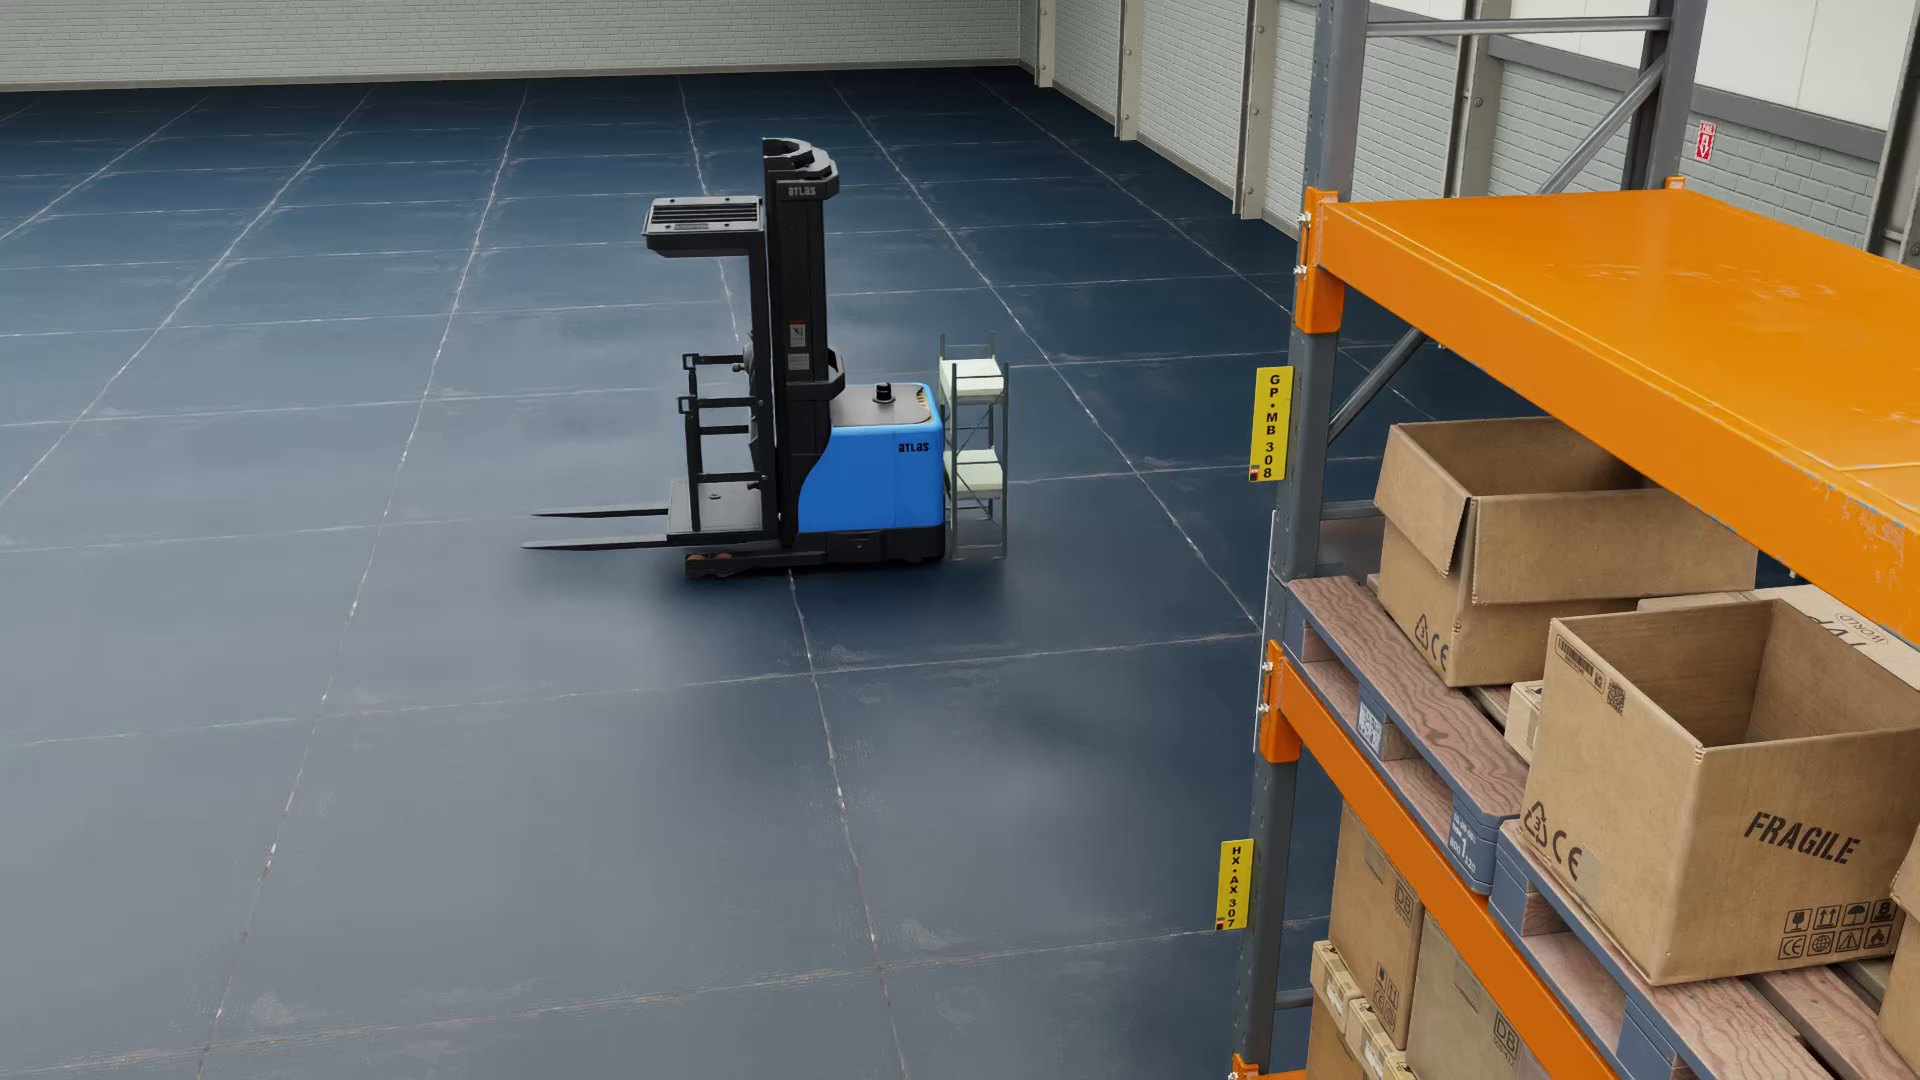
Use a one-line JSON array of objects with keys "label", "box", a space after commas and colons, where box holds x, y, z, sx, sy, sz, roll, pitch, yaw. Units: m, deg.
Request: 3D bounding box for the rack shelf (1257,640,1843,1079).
[{"label": "rack shelf", "box": [1.762, 1.201, 3.147, 1.077, 0.370, 4.000, -4, 24, -10]}]

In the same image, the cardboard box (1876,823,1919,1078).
[{"label": "cardboard box", "box": [1.951, 0.697, 2.574, 0.797, 0.503, 0.637, -2, 24, -4]}]

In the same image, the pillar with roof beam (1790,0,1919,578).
[{"label": "pillar with roof beam", "box": [1.899, -3.489, 9.237, 9.100, 9.000, 0.400, -4, 24, -10]}]

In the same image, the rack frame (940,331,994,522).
[{"label": "rack frame", "box": [0.053, -0.839, 12.538, 0.400, 1.500, 0.023, -3, 24, -6]}]

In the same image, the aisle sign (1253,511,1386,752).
[{"label": "aisle sign", "box": [1.079, 0.264, 4.892, 0.394, 0.787, 0.004, -4, 24, -10]}]

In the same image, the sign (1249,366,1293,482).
[{"label": "sign", "box": [0.846, -0.314, 4.525, 0.100, 0.325, 0.005, -4, 24, -10]}]

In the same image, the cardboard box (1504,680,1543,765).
[{"label": "cardboard box", "box": [1.437, 0.419, 3.653, 0.380, 0.149, 0.250, -4, 24, -10]}]

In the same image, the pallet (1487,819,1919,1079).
[{"label": "pallet", "box": [1.727, 0.886, 3.080, 1.003, 0.211, 1.213, -4, 24, -10]}]

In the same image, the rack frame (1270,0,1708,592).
[{"label": "rack frame", "box": [1.392, -1.290, 4.204, 1.000, 3.000, 0.127, -4, 24, -10]}]

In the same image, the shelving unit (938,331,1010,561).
[{"label": "shelving unit", "box": [0.097, -0.693, 12.206, 0.431, 1.500, 0.755, -3, 24, -6]}]

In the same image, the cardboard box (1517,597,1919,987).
[{"label": "cardboard box", "box": [1.431, 0.455, 3.130, 0.500, 0.500, 0.500, -4, 24, -10]}]

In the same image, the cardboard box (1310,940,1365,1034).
[{"label": "cardboard box", "box": [1.253, 1.286, 4.865, 0.380, 0.149, 0.250, -4, 24, -10]}]

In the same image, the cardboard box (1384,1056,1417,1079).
[{"label": "cardboard box", "box": [1.350, 1.488, 4.403, 0.380, 0.149, 0.250, -4, 24, -10]}]

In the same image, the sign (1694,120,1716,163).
[{"label": "sign", "box": [5.807, -3.106, 12.959, 0.001, 0.298, 0.199, -4, 24, -10]}]

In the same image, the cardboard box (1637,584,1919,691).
[{"label": "cardboard box", "box": [1.864, 0.330, 3.730, 0.500, 0.250, 0.500, -4, 24, -10]}]

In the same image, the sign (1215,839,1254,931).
[{"label": "sign", "box": [0.846, 1.065, 5.127, 0.100, 0.325, 0.005, -4, 24, -10]}]

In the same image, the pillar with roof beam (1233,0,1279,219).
[{"label": "pillar with roof beam", "box": [-0.320, -8.209, 20.044, 9.100, 9.000, 0.400, -4, 24, -10]}]

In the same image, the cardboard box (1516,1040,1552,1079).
[{"label": "cardboard box", "box": [1.672, 1.429, 3.728, 0.700, 0.500, 0.500, -4, 24, -10]}]

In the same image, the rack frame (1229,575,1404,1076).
[{"label": "rack frame", "box": [1.392, 1.459, 5.405, 1.000, 3.000, 0.127, -4, 24, -10]}]

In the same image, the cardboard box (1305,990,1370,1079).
[{"label": "cardboard box", "box": [1.466, 1.598, 4.962, 0.700, 0.500, 0.500, -4, 24, -10]}]

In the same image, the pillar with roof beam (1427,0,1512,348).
[{"label": "pillar with roof beam", "box": [0.790, -5.849, 14.641, 9.100, 9.000, 0.400, -4, 24, -10]}]

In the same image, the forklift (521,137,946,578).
[{"label": "forklift", "box": [-1.660, -1.293, 11.791, 3.031, 2.935, 1.130, -3, 24, -6]}]

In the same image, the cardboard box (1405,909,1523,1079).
[{"label": "cardboard box", "box": [1.578, 1.230, 4.182, 0.700, 0.500, 0.500, -5, 24, -11]}]

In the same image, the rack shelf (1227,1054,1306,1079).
[{"label": "rack shelf", "box": [1.762, 2.575, 3.747, 1.077, 0.370, 4.000, -4, 24, -10]}]

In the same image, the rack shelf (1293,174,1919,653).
[{"label": "rack shelf", "box": [1.762, 0.009, 2.627, 1.077, 0.370, 4.000, -4, 24, -10]}]

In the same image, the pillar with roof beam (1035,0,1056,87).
[{"label": "pillar with roof beam", "box": [-2.539, -12.929, 30.851, 9.100, 9.000, 0.400, -4, 24, -10]}]

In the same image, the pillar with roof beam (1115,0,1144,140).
[{"label": "pillar with roof beam", "box": [-1.429, -10.569, 25.448, 9.100, 9.000, 0.400, -4, 24, -10]}]

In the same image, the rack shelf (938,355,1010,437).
[{"label": "rack shelf", "box": [0.097, -1.051, 12.049, 0.431, 0.370, 0.720, -3, 24, -6]}]

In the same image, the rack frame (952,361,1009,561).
[{"label": "rack frame", "box": [0.142, -0.548, 11.873, 0.400, 1.500, 0.023, -3, 24, -6]}]

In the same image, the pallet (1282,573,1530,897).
[{"label": "pallet", "box": [1.498, 0.405, 4.181, 1.003, 0.211, 1.213, -4, 24, -10]}]

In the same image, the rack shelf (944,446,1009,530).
[{"label": "rack shelf", "box": [0.097, -0.394, 12.336, 0.431, 0.370, 0.720, -3, 24, -6]}]

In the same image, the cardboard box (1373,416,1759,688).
[{"label": "cardboard box", "box": [1.494, 0.007, 4.153, 0.797, 0.503, 0.637, -3, 24, -6]}]

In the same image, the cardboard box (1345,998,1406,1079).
[{"label": "cardboard box", "box": [1.305, 1.390, 4.628, 0.380, 0.149, 0.250, -5, 24, -11]}]

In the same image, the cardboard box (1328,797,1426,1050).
[{"label": "cardboard box", "box": [1.476, 1.024, 4.655, 0.700, 0.500, 0.500, -4, 24, -10]}]
